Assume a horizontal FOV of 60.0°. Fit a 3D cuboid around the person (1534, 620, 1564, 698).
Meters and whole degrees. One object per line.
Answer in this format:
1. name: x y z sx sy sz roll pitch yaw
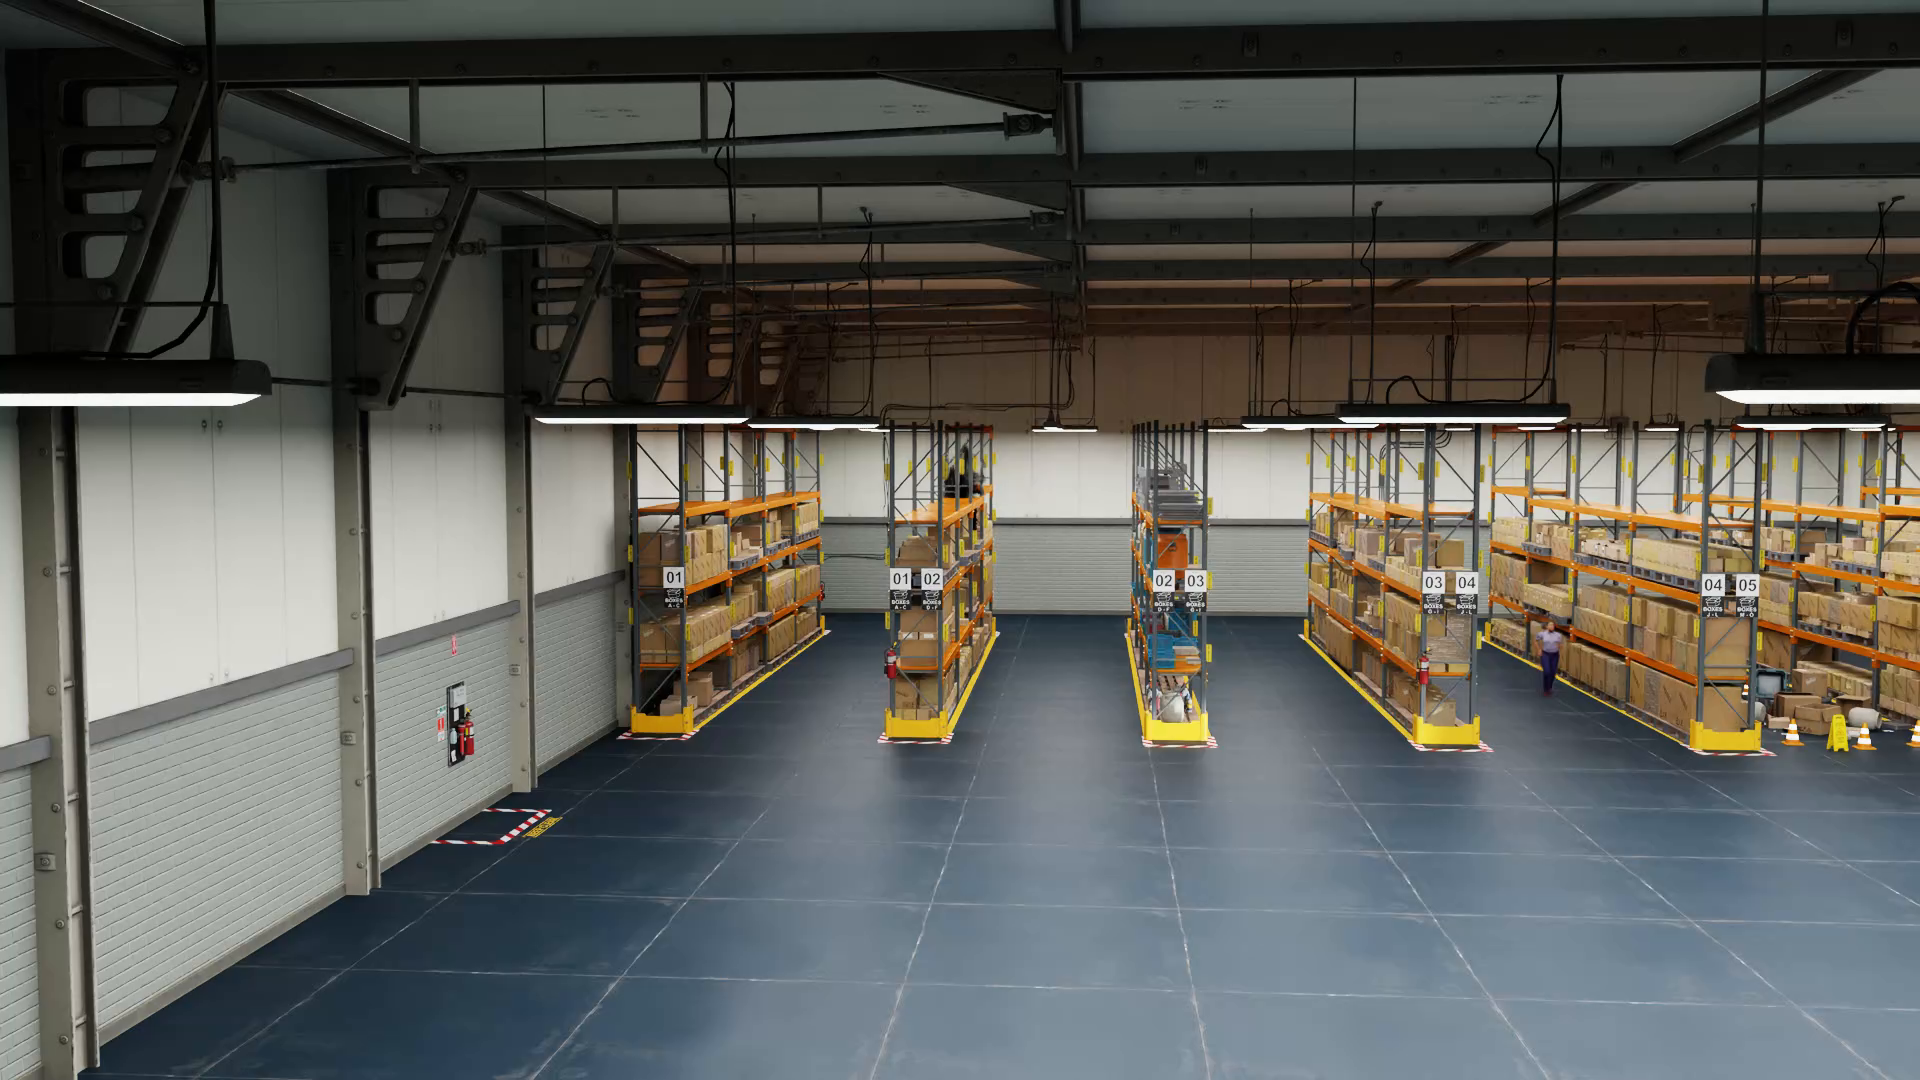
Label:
1. person: 12.903 2.612 36.391 0.587 1.711 0.705 0 4 3
